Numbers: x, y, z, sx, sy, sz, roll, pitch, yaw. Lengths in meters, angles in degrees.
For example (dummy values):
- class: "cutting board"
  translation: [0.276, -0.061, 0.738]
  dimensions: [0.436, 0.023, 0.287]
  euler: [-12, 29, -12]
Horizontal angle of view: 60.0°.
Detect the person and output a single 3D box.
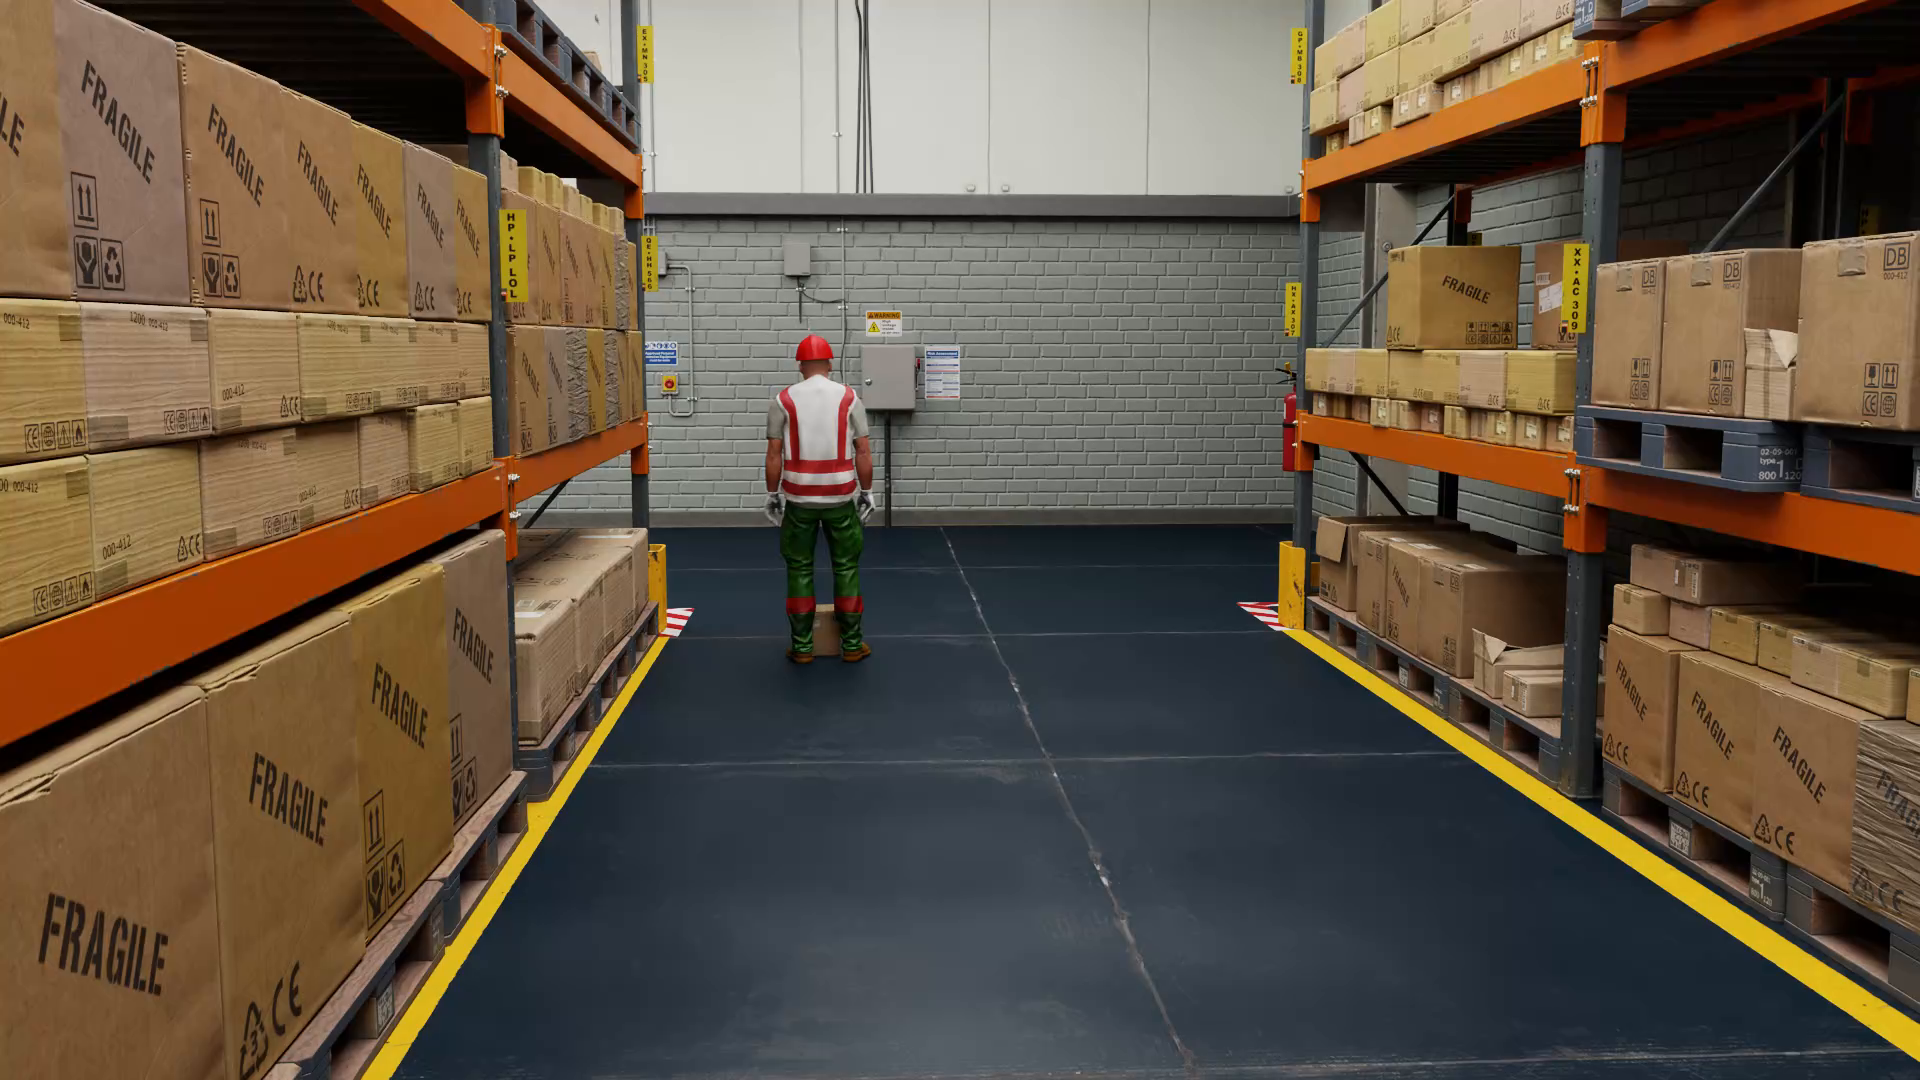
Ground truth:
- class: "person"
  translation: [-0.763, -0.225, 9.067]
  dimensions: [0.607, 1.779, 0.451]
  euler: [-1, 7, -6]
